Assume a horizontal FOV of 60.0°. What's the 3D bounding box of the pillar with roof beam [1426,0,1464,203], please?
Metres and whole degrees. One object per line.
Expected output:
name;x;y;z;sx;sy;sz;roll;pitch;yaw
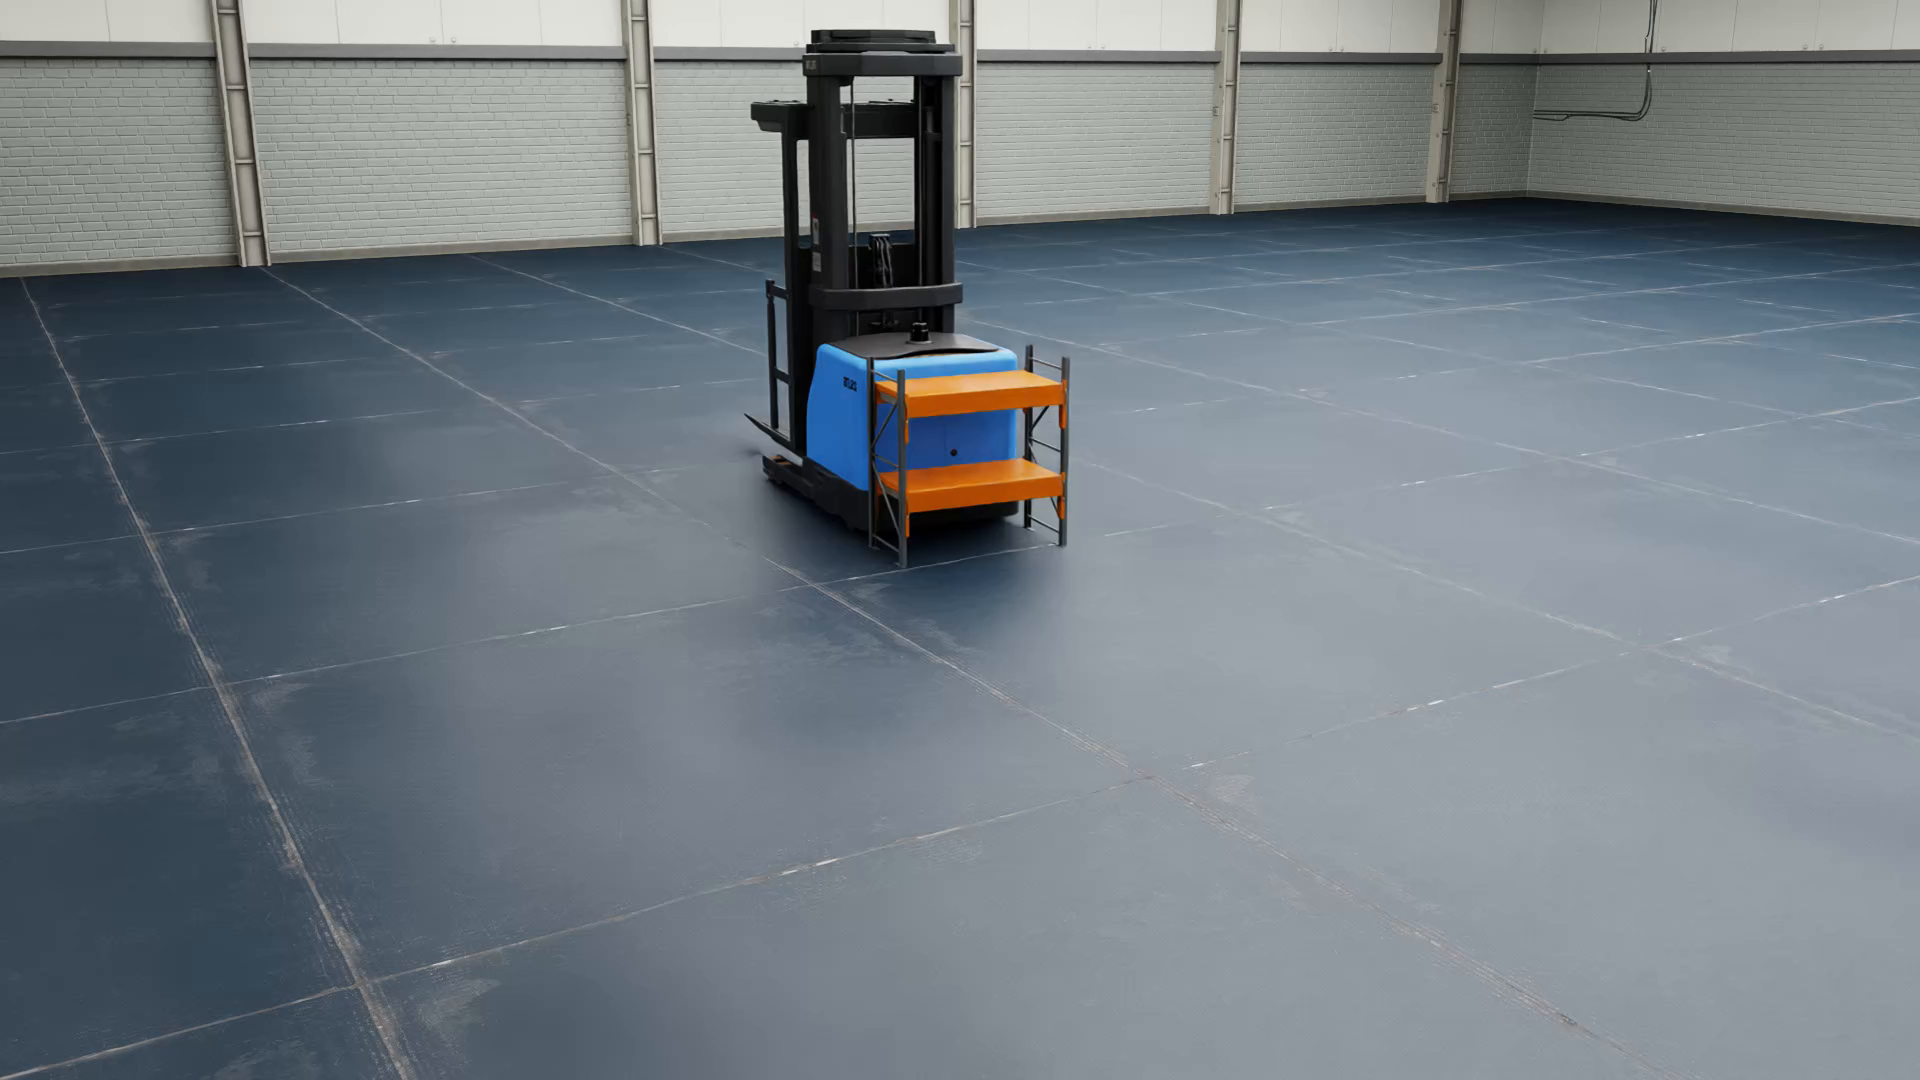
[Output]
pillar with roof beam;12.553;-10.665;31.285;0.400;9.000;9.100;-9;18;-30

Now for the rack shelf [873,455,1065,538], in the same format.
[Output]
rack shelf;0.046;-0.264;9.675;1.000;0.278;0.538;-7;17;-24

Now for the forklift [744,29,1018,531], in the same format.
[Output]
forklift;-0.699;-1.816;10.959;1.130;2.935;3.031;-7;17;-23

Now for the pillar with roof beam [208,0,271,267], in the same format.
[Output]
pillar with roof beam;-8.020;-7.329;19.384;0.400;9.000;9.100;-9;18;-30

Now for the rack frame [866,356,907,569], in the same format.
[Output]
rack frame;-0.416;-0.443;9.405;0.032;1.125;0.500;-7;17;-24

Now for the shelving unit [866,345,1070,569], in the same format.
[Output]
shelving unit;0.046;-0.500;9.609;1.048;1.125;0.538;-7;17;-24

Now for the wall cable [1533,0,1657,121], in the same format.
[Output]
wall cable;13.542;-10.270;35.627;0.112;2.526;3.097;-9;18;-30

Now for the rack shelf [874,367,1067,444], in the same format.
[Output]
rack shelf;0.046;-0.782;9.530;1.000;0.278;0.538;-7;17;-24

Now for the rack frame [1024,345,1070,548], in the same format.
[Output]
rack frame;0.508;-0.557;9.814;0.032;1.125;0.500;-7;17;-24

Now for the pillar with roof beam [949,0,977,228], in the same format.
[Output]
pillar with roof beam;2.267;-8.997;25.334;0.400;9.000;9.100;-9;18;-30

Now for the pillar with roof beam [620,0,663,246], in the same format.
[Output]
pillar with roof beam;-2.877;-8.163;22.359;0.400;9.000;9.100;-9;18;-30

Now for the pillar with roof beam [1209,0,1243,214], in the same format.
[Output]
pillar with roof beam;7.410;-9.831;28.310;0.400;9.000;9.100;-9;18;-30
